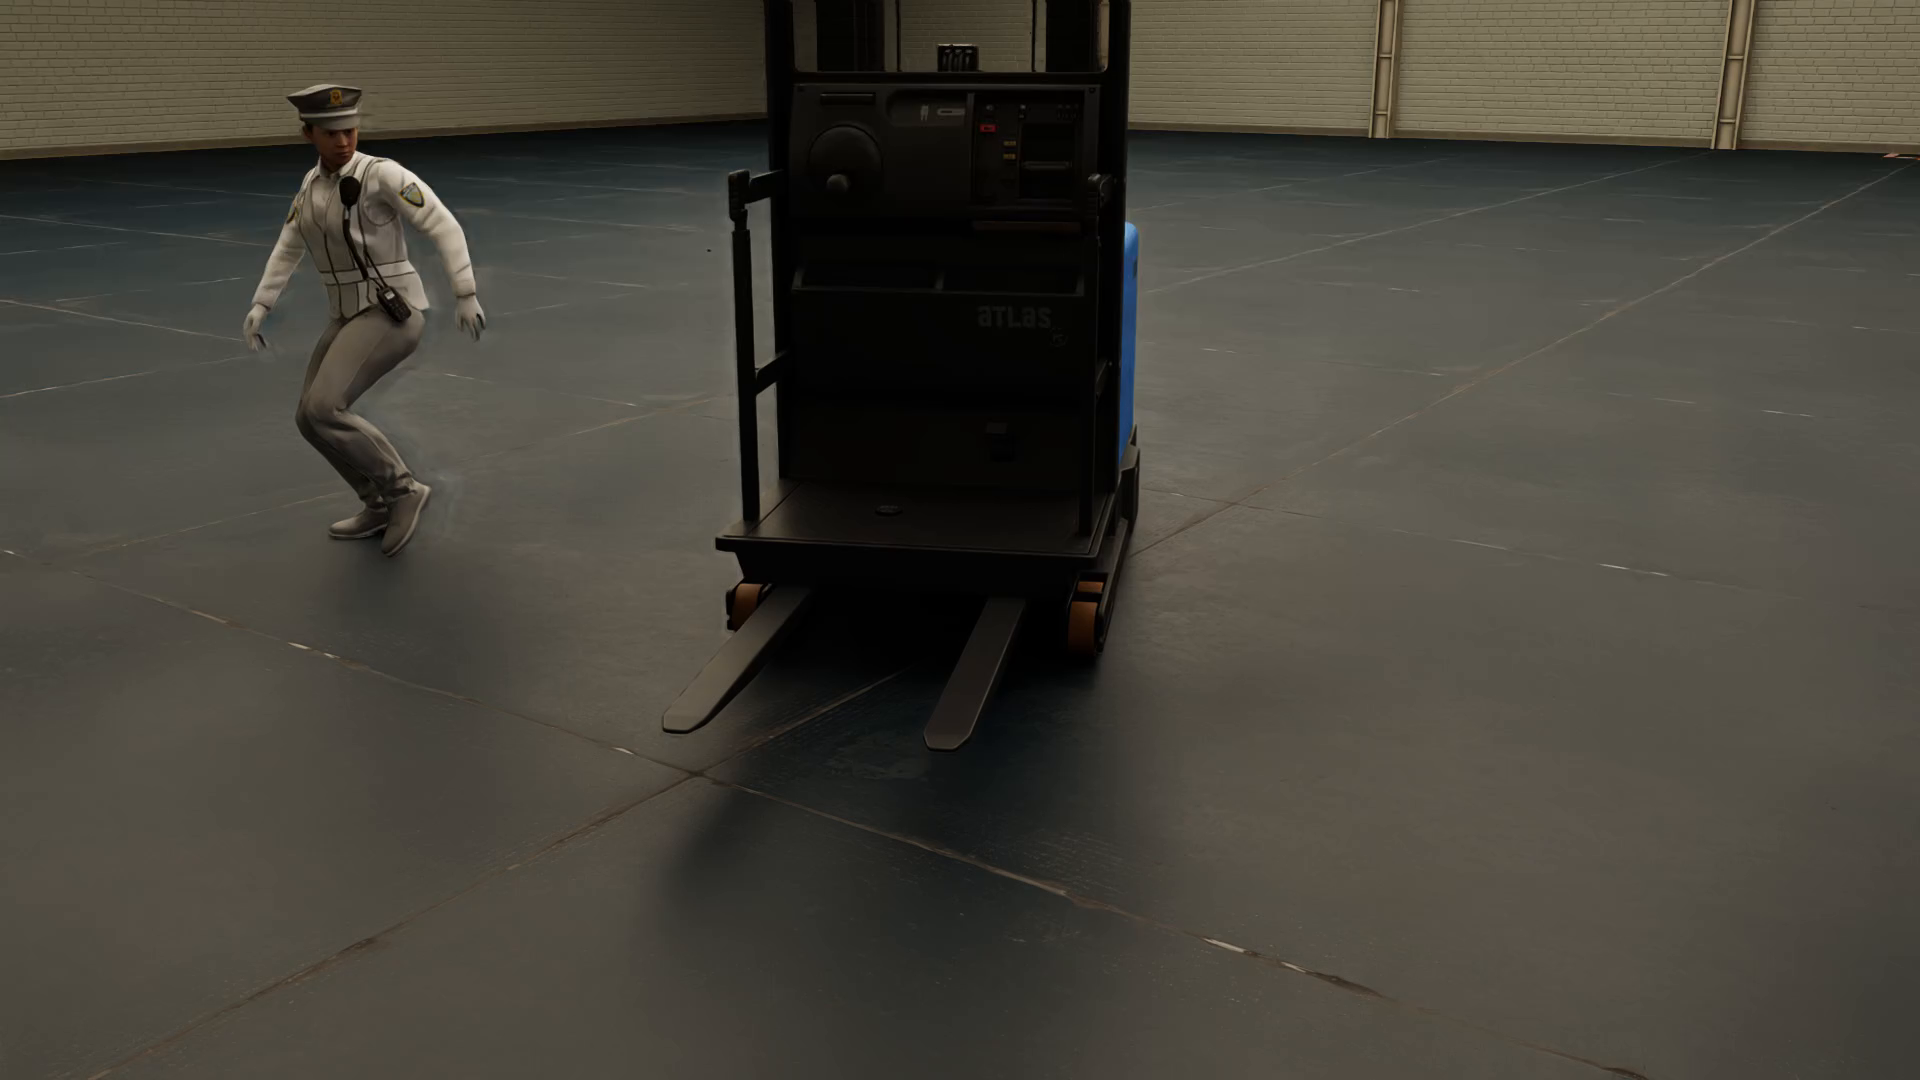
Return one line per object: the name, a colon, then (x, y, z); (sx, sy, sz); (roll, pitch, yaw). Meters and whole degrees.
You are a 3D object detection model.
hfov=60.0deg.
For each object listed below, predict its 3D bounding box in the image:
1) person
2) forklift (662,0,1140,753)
person: (-2.071, -0.746, 5.710); (0.615, 1.581, 0.703); (-16, 23, -42)
forklift: (-0.084, -1.175, 4.760); (1.130, 2.935, 3.031); (3, 17, 9)
